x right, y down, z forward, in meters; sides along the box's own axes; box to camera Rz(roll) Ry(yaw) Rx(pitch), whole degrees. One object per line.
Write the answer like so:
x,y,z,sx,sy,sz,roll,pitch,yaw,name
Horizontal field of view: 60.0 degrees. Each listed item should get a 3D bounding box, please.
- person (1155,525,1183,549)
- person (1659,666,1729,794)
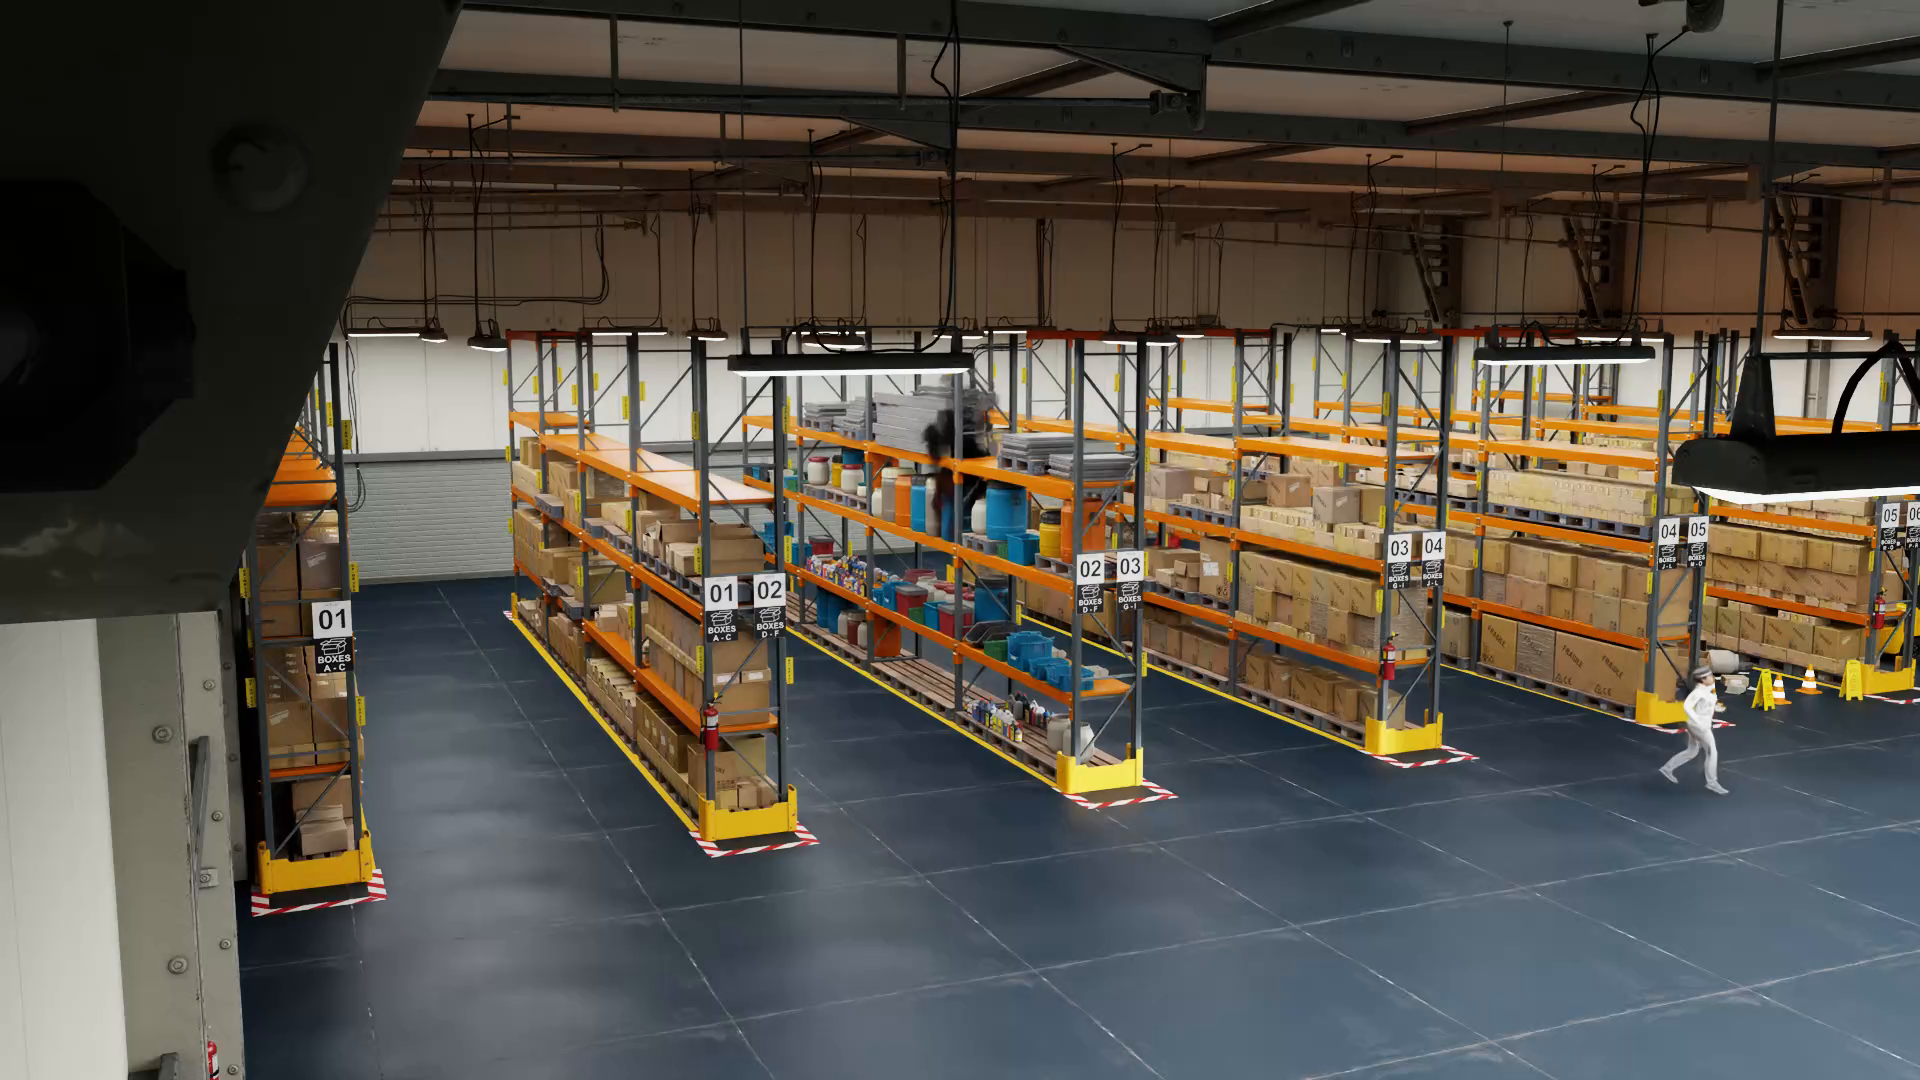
4.633,0.501,36.839,0.655,1.701,0.652,-3,8,-20,person
9.798,2.500,22.116,0.869,1.709,0.598,3,8,18,person
